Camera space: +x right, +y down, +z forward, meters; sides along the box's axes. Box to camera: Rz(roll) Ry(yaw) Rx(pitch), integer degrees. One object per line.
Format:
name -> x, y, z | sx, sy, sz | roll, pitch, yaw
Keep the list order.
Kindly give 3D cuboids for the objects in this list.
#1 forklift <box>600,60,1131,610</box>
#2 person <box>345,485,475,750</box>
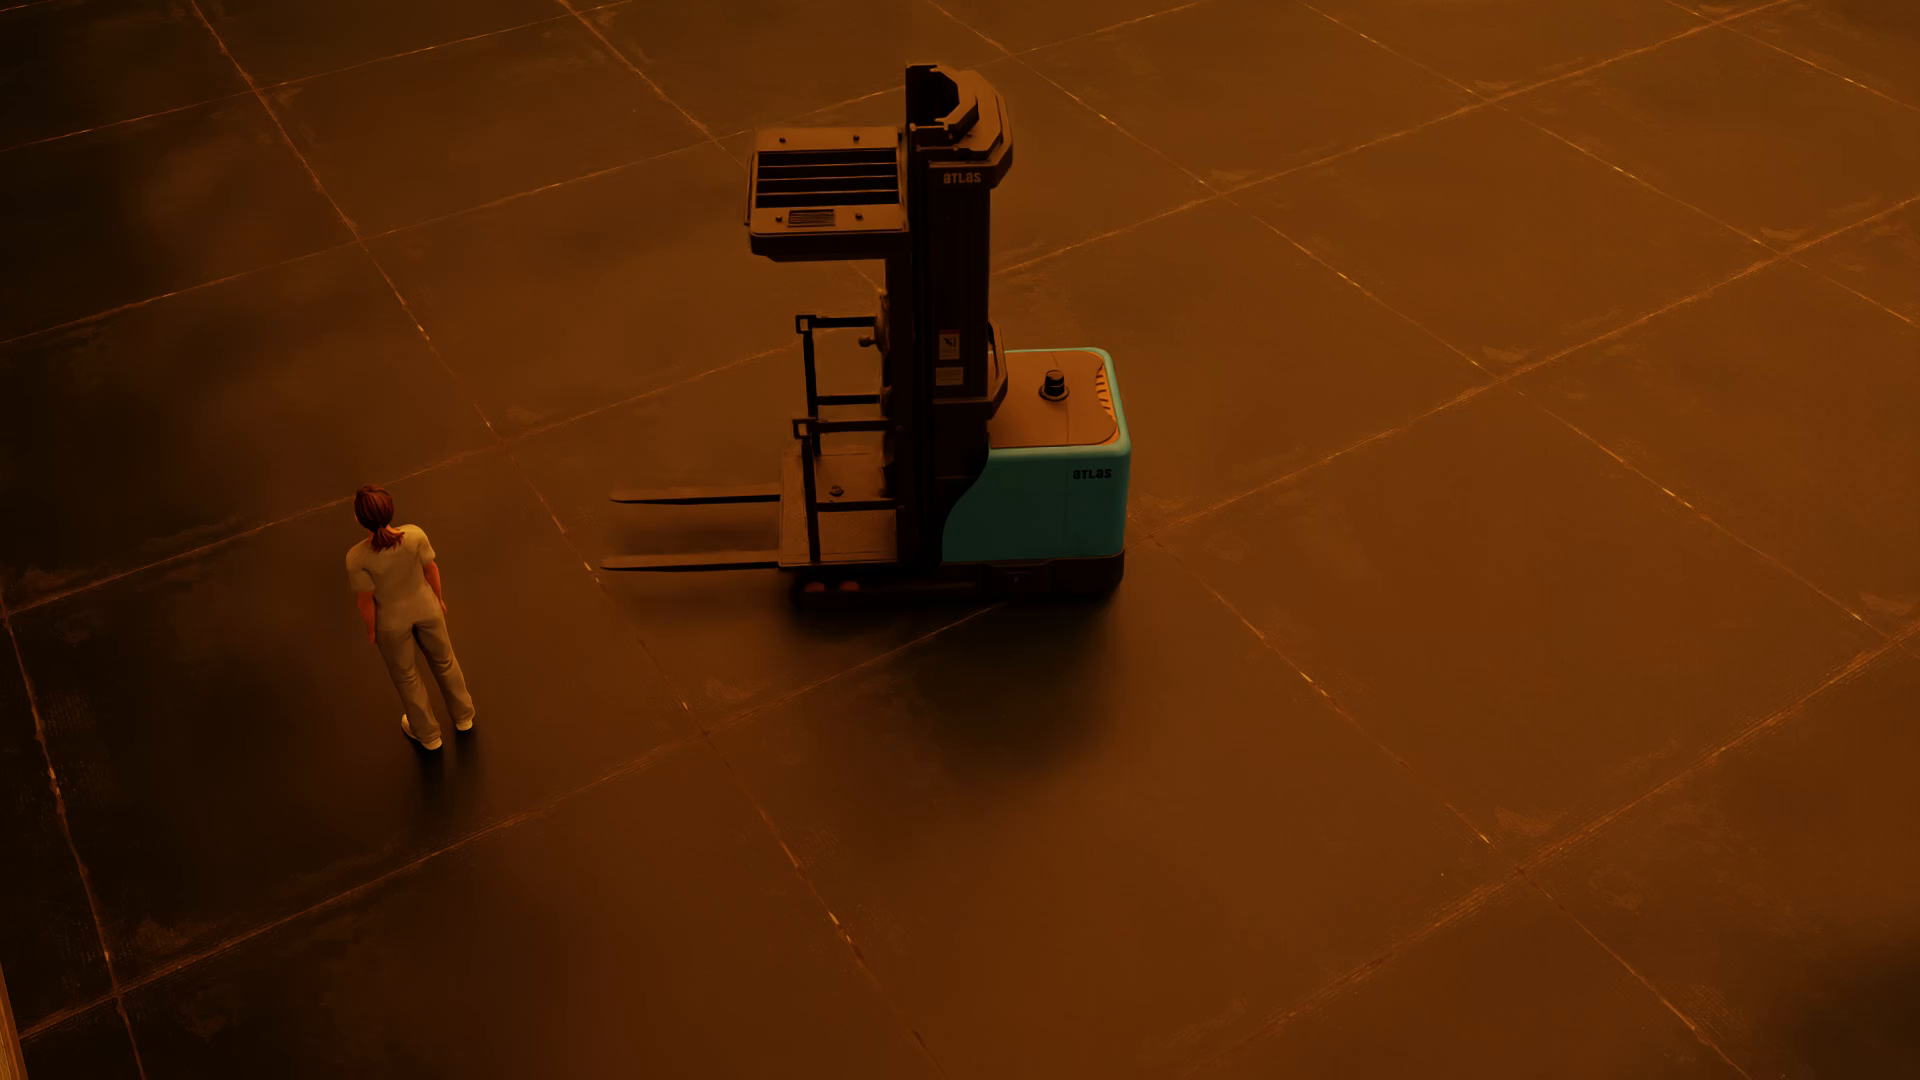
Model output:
forklift -> -0.586, -1.058, 9.082 | 3.031, 2.935, 1.130 | -2, 41, -3
person -> -2.799, 0.386, 8.387 | 0.431, 1.672, 0.372 | -28, 48, -28
